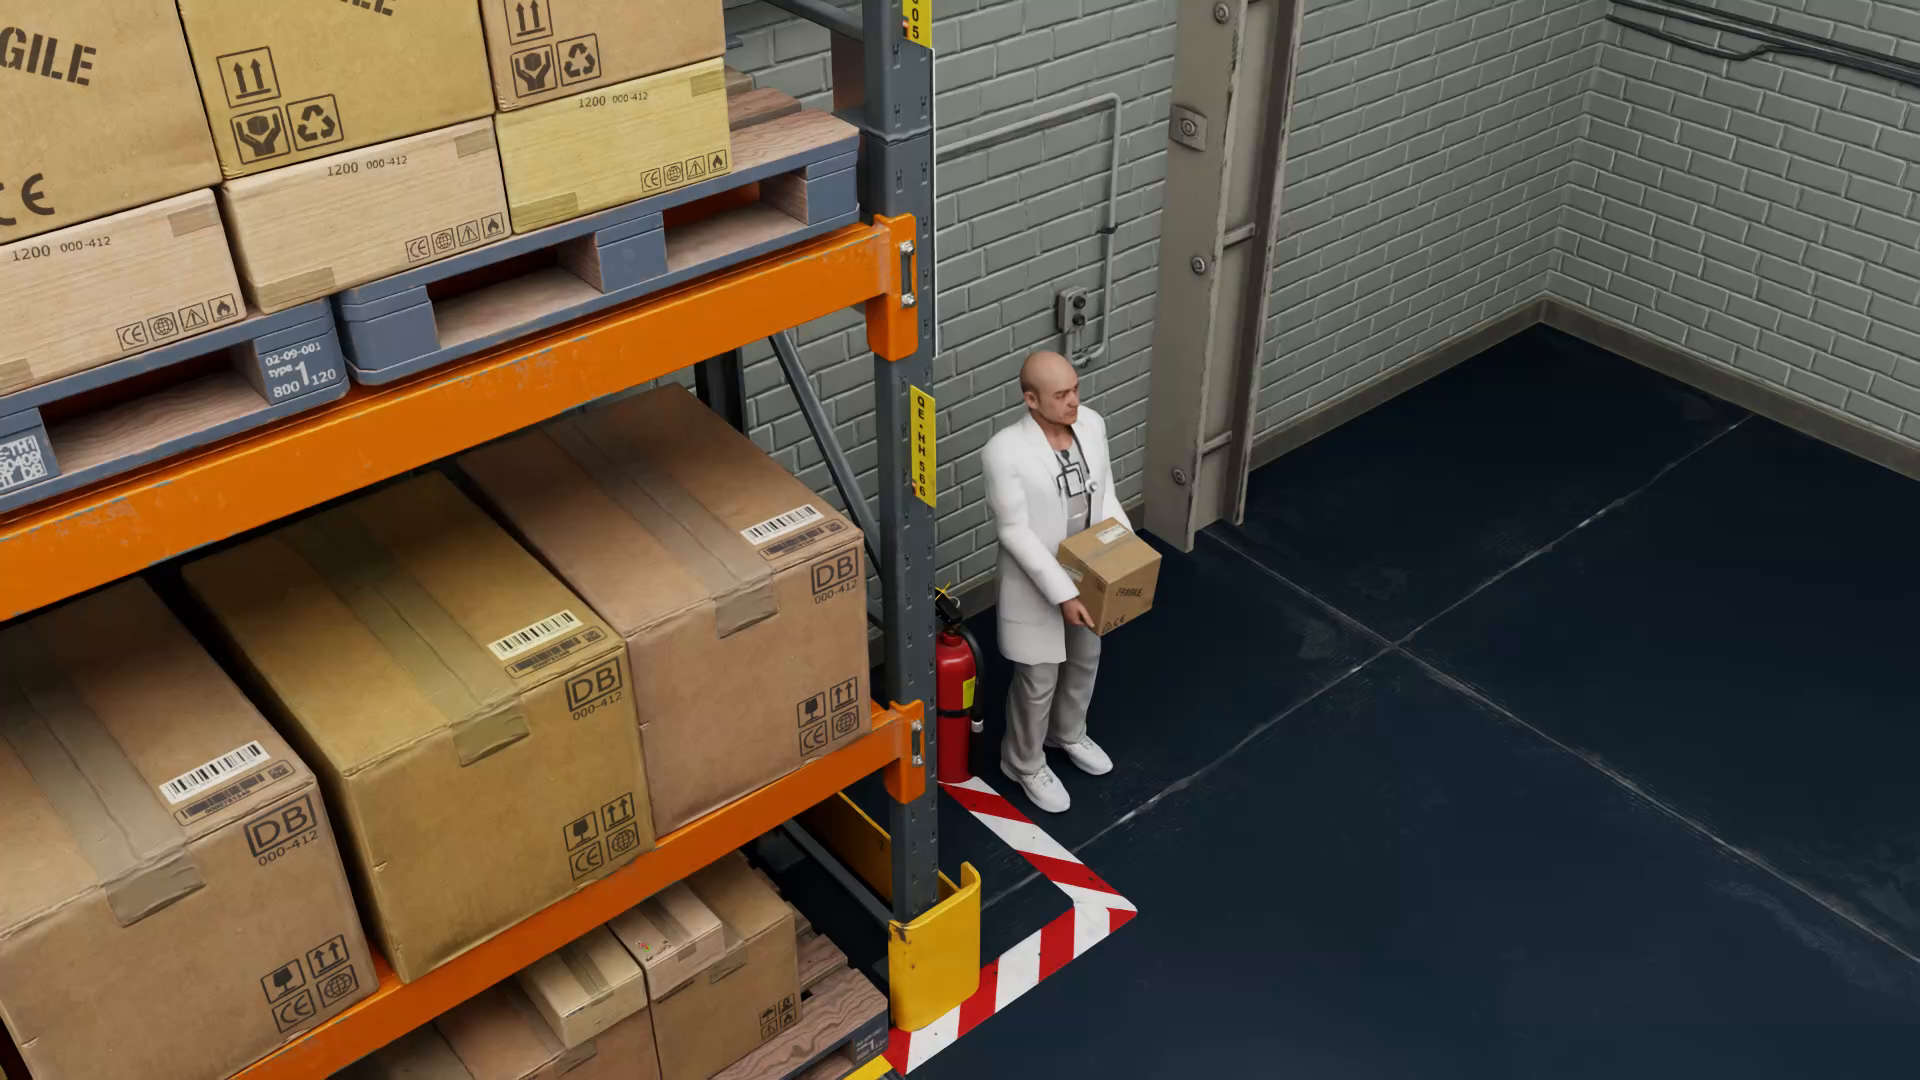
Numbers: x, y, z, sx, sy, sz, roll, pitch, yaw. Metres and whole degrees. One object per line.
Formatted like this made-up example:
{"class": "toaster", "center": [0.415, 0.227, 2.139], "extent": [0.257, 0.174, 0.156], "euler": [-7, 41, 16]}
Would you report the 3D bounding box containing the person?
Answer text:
{"class": "person", "center": [0.388, 0.186, 5.903], "extent": [0.529, 1.772, 0.553], "euler": [-25, 42, -31]}
